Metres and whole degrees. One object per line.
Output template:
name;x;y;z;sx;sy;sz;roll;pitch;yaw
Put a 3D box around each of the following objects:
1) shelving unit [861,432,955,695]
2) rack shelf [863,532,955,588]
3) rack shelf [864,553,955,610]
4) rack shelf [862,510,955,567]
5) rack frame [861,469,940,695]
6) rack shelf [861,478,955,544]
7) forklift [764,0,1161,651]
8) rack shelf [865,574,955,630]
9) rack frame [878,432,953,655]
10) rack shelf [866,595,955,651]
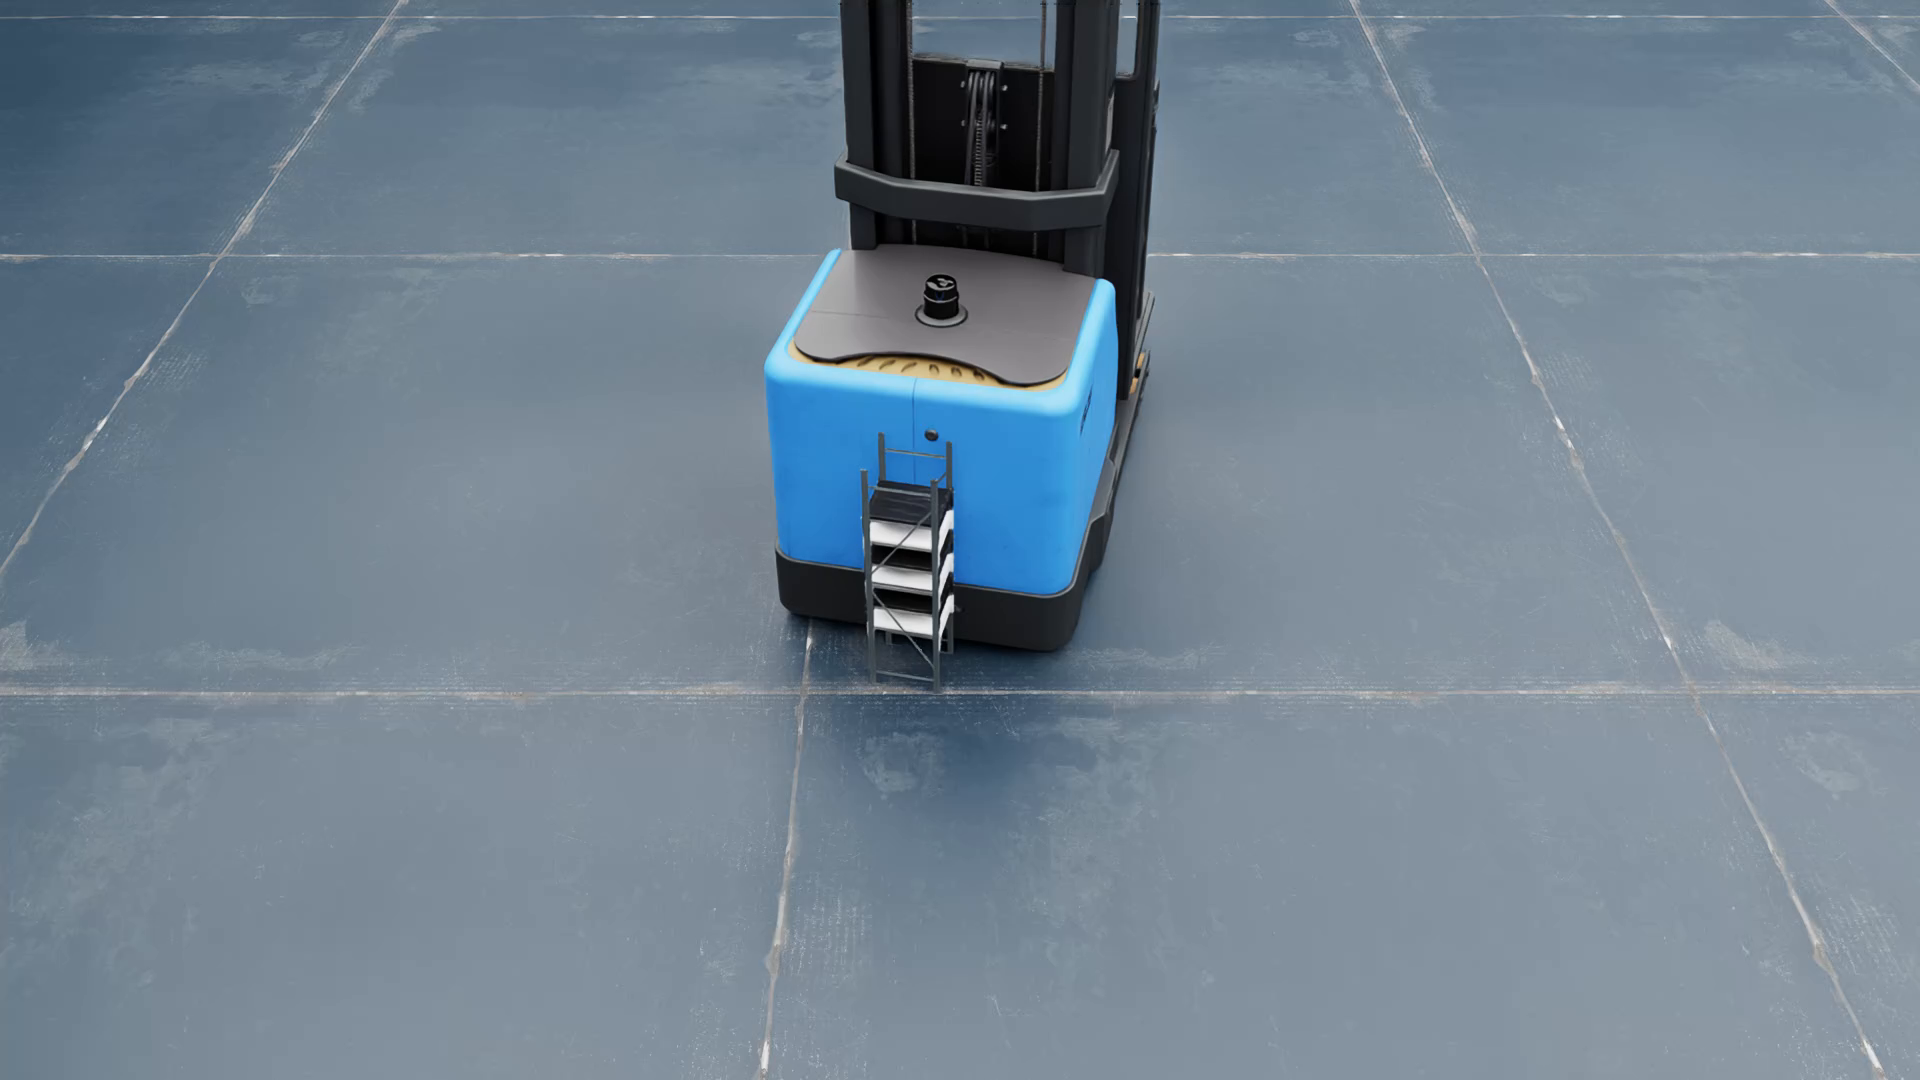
shelving unit;-0.163;0.091;5.417;0.258;0.900;0.210;8;39;10
rack shelf;-0.163;0.047;5.381;0.258;0.077;0.200;8;39;10
rack shelf;-0.163;0.117;5.437;0.258;0.077;0.200;8;39;10
rack shelf;-0.163;-0.023;5.325;0.258;0.077;0.200;8;39;10
rack frame;-0.186;0.153;5.339;0.240;0.900;0.006;8;39;10
rack shelf;-0.163;-0.093;5.269;0.258;0.077;0.200;8;39;10
forklift;0.186;-1.693;6.018;1.130;2.935;3.031;8;39;10
rack shelf;-0.163;0.187;5.494;0.258;0.077;0.200;8;39;10
rack frame;-0.141;0.029;5.494;0.240;0.900;0.006;8;39;10
rack shelf;-0.163;0.258;5.550;0.258;0.077;0.200;8;39;10
